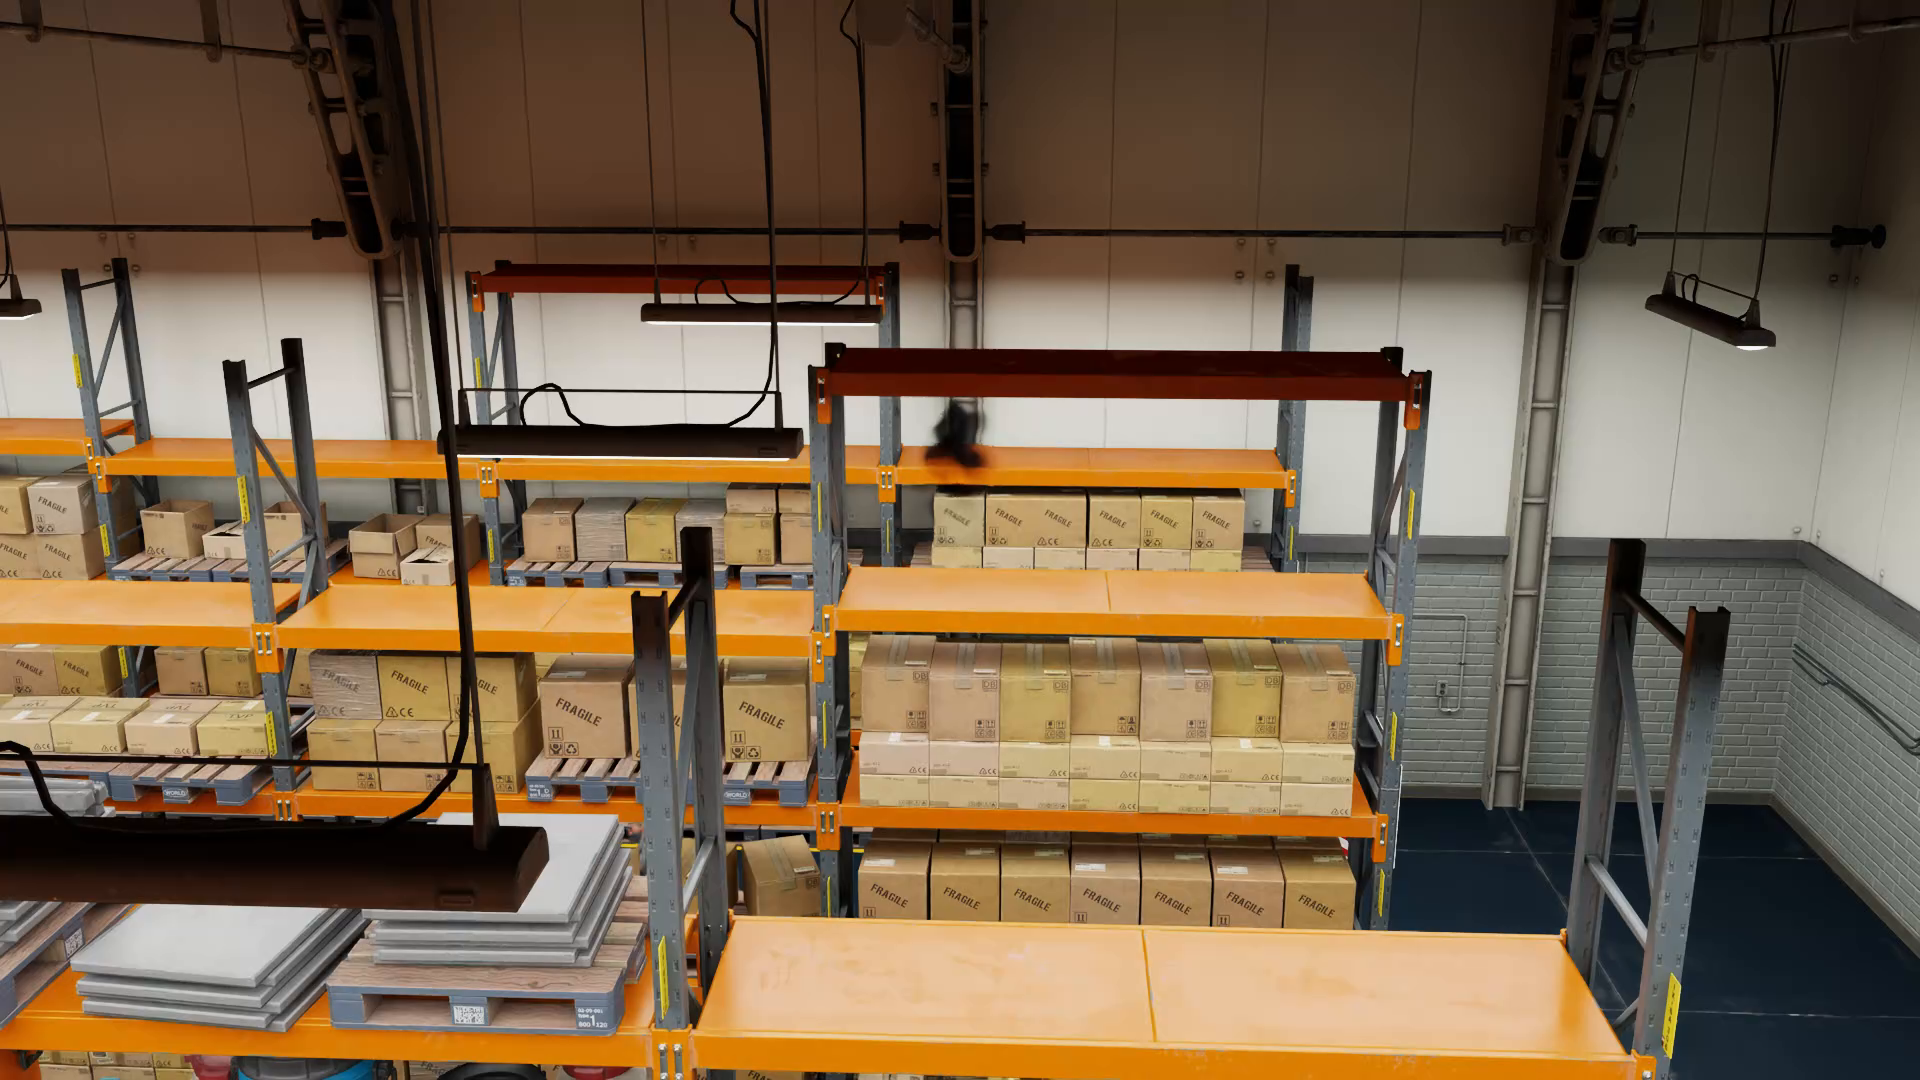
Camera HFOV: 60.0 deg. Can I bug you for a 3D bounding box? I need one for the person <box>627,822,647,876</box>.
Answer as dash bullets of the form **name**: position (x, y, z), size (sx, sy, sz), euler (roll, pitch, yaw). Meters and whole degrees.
- **person**: position (-2.828, 2.744, 15.422), size (0.488, 1.557, 0.547), euler (-1, 16, -3)
